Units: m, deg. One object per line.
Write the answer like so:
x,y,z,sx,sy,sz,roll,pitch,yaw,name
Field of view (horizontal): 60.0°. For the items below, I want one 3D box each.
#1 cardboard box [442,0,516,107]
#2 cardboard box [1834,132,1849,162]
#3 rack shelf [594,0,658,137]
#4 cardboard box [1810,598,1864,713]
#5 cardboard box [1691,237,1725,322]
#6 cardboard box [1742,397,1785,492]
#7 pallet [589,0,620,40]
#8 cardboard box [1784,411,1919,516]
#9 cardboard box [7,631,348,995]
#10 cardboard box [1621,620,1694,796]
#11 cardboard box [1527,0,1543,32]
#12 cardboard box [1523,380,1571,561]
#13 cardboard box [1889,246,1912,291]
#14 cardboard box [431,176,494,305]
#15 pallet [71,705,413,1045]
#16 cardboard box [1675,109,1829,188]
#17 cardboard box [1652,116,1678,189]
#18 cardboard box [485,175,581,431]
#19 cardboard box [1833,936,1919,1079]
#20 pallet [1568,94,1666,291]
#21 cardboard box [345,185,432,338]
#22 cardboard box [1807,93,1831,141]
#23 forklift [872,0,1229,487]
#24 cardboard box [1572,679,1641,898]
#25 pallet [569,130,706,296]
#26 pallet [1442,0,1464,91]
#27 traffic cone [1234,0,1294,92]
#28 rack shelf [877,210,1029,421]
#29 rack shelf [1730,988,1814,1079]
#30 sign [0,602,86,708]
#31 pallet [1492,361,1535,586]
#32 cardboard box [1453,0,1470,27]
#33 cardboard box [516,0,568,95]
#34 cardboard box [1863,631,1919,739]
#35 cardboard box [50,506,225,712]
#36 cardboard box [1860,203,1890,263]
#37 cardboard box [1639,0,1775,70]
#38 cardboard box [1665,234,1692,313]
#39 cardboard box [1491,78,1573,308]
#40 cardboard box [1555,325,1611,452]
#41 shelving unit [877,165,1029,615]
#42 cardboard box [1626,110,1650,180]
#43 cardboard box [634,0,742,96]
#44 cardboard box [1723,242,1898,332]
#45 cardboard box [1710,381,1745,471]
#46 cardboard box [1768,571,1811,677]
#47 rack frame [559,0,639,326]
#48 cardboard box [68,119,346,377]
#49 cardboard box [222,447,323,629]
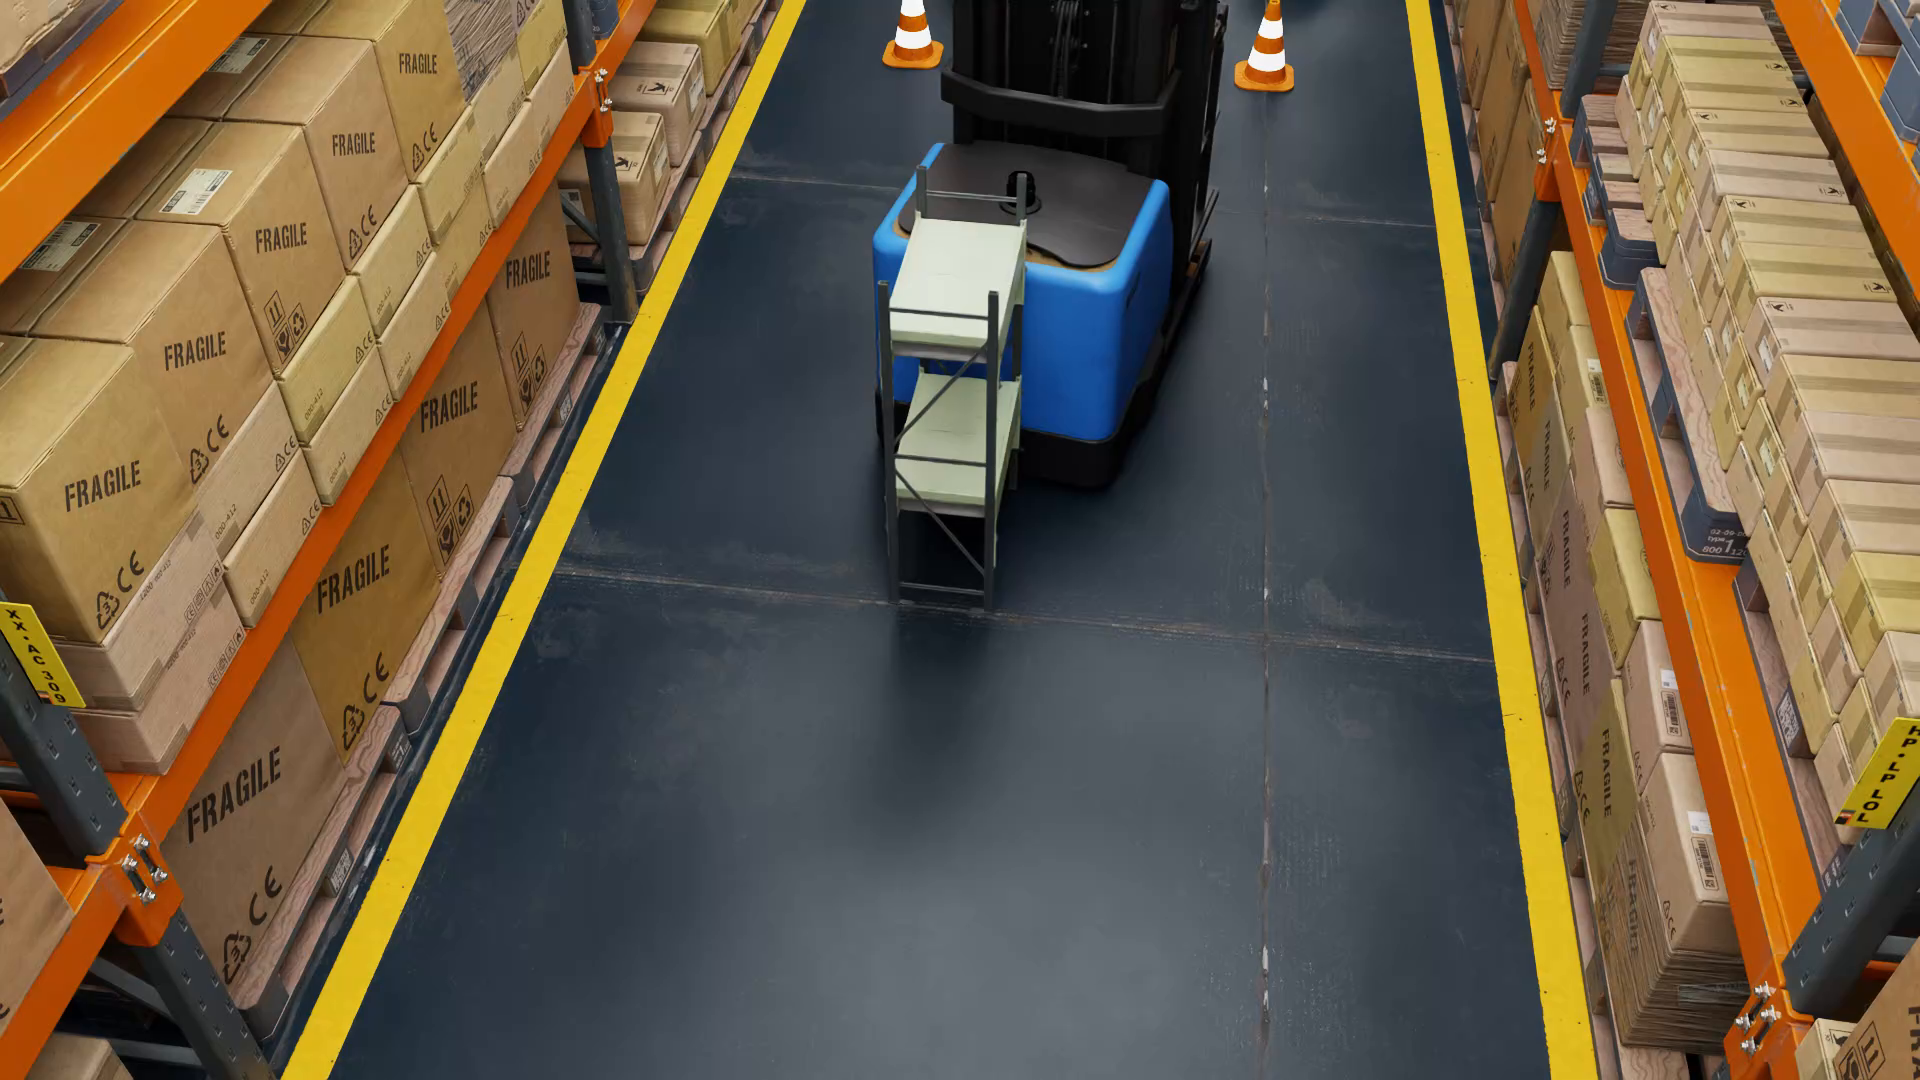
-1.896,-1.853,5.726,0.500,0.500,0.500,6,44,6,cardboard box
3.245,-1.408,5.717,0.380,0.149,0.250,7,44,7,cardboard box
-1.763,-3.282,8.558,1.077,0.370,4.000,5,44,6,rack shelf
2.255,0.289,3.924,0.380,0.149,0.250,6,44,6,cardboard box
2.461,-0.780,5.053,0.380,0.149,0.250,5,44,5,cardboard box
2.358,-0.244,4.487,0.380,0.149,0.250,3,44,3,cardboard box
-2.038,-2.606,7.460,1.213,0.211,1.003,5,44,6,pallet
2.329,-0.180,4.203,0.380,0.149,0.250,5,44,5,cardboard box
-2.553,0.735,5.032,0.875,0.875,0.875,6,44,7,cardboard box
2.293,0.530,4.976,0.500,0.250,0.500,7,44,7,cardboard box
2.754,-2.507,7.143,0.500,0.500,0.500,5,44,6,cardboard box
2.483,-0.242,6.337,0.500,0.500,0.500,6,44,6,cardboard box
3.144,-0.889,5.168,0.380,0.149,0.250,5,44,5,cardboard box
-1.971,-1.066,5.804,0.500,0.250,0.500,5,44,5,cardboard box
-2.529,1.025,5.513,1.003,0.211,1.213,5,44,6,pallet
2.534,-1.249,5.332,0.380,0.149,0.250,4,44,4,cardboard box
2.564,-1.290,5.592,0.380,0.149,0.250,4,44,4,cardboard box
-2.201,-1.098,6.968,0.875,0.875,0.875,5,44,5,cardboard box
2.049,1.097,3.121,0.500,0.500,0.500,5,44,5,cardboard box
2.904,-1.234,6.011,1.213,0.211,1.003,5,44,6,pallet
-2.019,-0.900,5.264,0.500,0.250,0.500,4,44,4,cardboard box
3.283,-1.483,6.011,0.380,0.149,0.250,6,44,6,cardboard box
0.588,-2.311,7.059,1.130,2.935,3.031,13,45,13,forklift
2.280,0.805,5.231,0.500,0.500,0.500,4,44,5,cardboard box
-1.922,-1.700,8.392,1.003,0.211,1.213,5,44,6,pallet
3.394,-2.980,9.744,1.003,0.211,1.213,5,44,6,pallet
1.748,-2.828,9.400,0.336,0.463,0.334,5,44,6,traffic cone
-0.015,-0.814,5.951,0.431,0.370,0.720,6,44,6,rack shelf
2.100,2.551,2.397,1.077,0.370,4.000,5,44,6,rack shelf
-2.006,0.252,3.615,0.100,0.325,0.005,5,44,6,sign
2.788,-0.254,6.865,1.003,0.211,1.213,5,44,6,pallet
3.429,-3.430,9.521,1.050,0.750,0.750,5,44,5,cardboard box
-1.839,-1.954,6.378,0.500,0.250,0.500,5,44,5,cardboard box
2.224,0.358,3.635,0.380,0.149,0.250,7,44,7,cardboard box
-2.218,0.144,4.161,0.500,0.250,0.500,4,44,4,cardboard box
3.178,-0.969,5.469,0.380,0.149,0.250,5,44,5,cardboard box
2.639,-1.776,5.889,0.380,0.149,0.250,5,44,6,cardboard box
2.496,-0.842,5.334,0.380,0.149,0.250,7,44,7,cardboard box
3.063,-1.542,7.527,1.050,0.750,0.750,5,44,5,cardboard box
2.495,-0.523,6.088,0.500,0.250,0.500,5,44,5,cardboard box
-0.015,-0.530,6.219,0.431,1.500,0.755,6,44,6,shelving unit
2.598,-1.391,5.915,0.380,0.149,0.250,7,44,8,cardboard box
-1.747,-2.783,9.113,0.950,0.372,0.625,7,44,7,cardboard box
2.431,-0.714,4.767,0.380,0.149,0.250,5,44,5,cardboard box
2.389,-0.311,4.774,0.380,0.149,0.250,7,44,7,cardboard box
2.289,0.230,4.203,0.380,0.149,0.250,5,44,5,cardboard box
-2.027,-2.180,6.871,1.000,3.000,0.127,5,44,6,rack frame
-2.104,-0.818,4.633,0.500,0.500,0.500,4,44,4,cardboard box
-2.169,-0.029,4.708,0.500,0.250,0.500,4,44,4,cardboard box
